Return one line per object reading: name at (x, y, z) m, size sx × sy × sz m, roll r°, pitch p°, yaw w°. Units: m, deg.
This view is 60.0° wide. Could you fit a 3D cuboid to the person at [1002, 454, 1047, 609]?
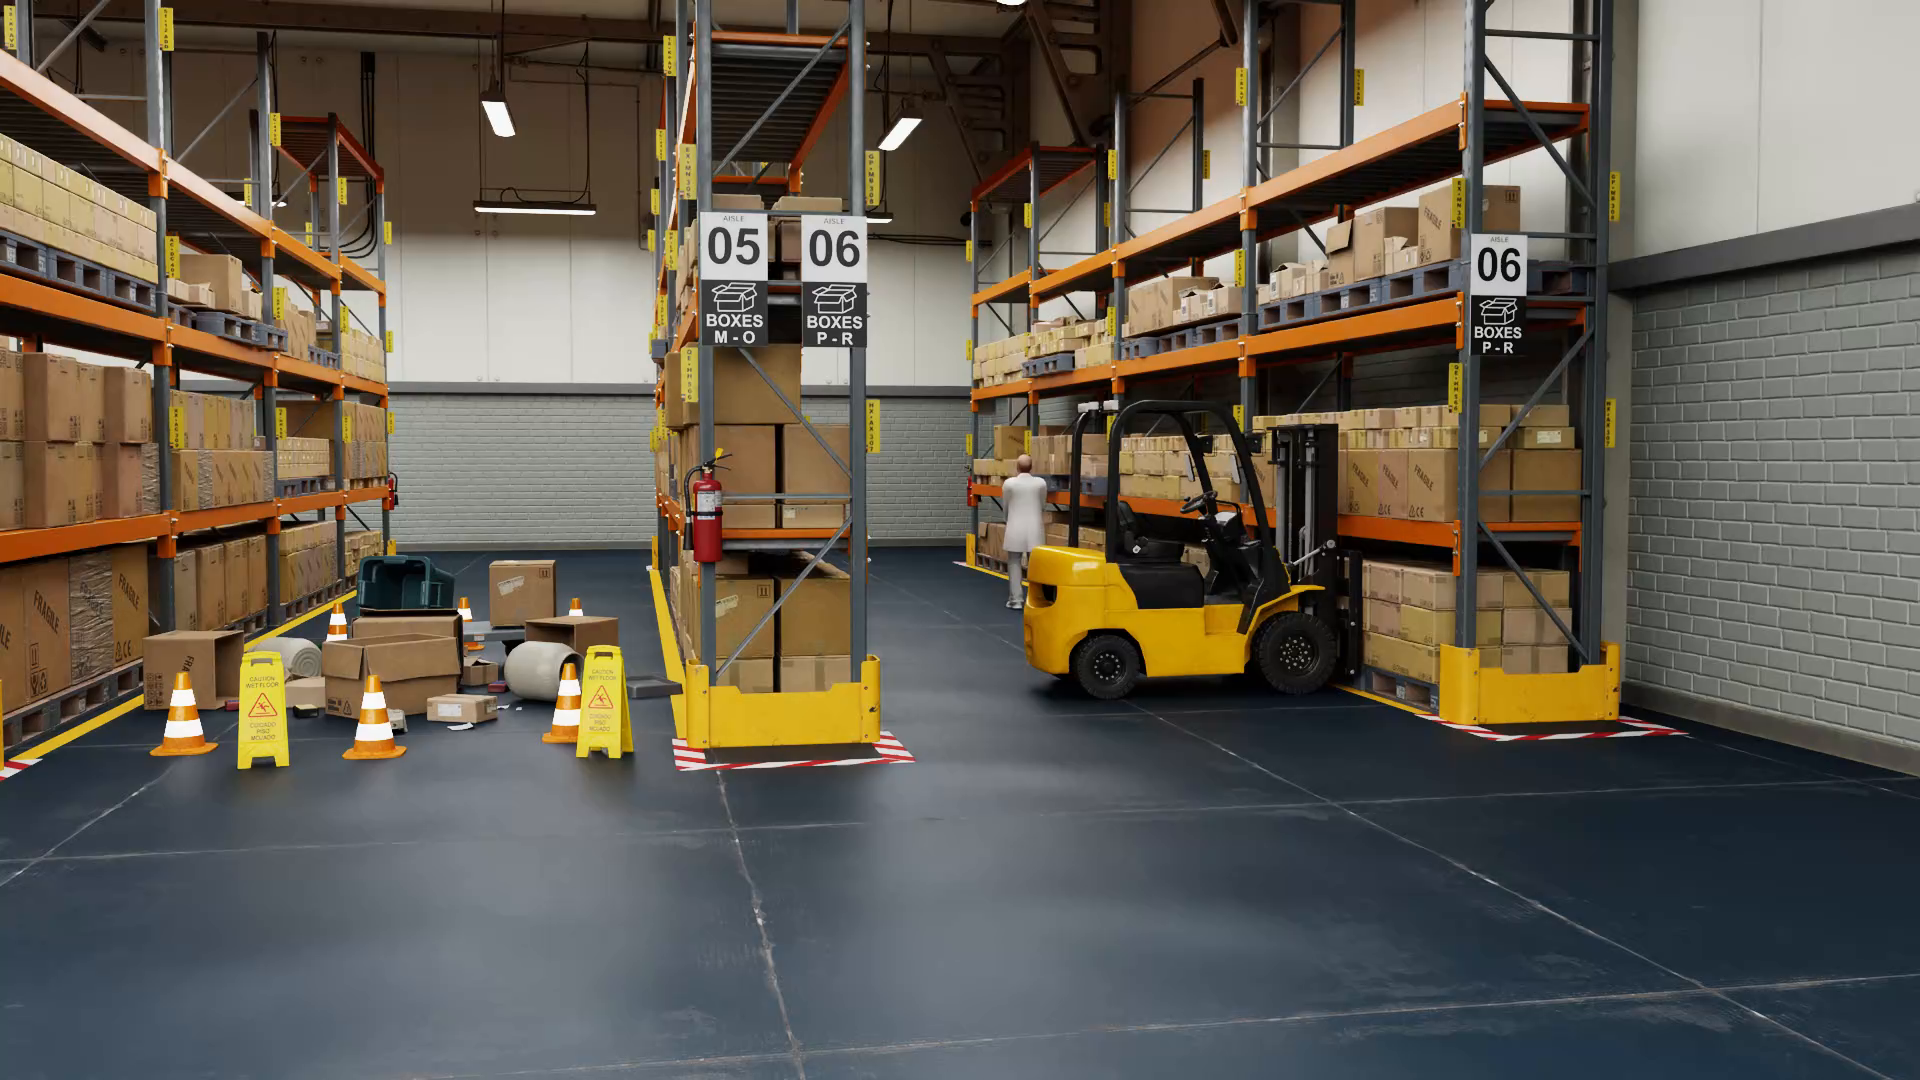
person at (0.718, -0.099, 19.117) m, size 0.530 × 1.769 × 0.563 m, roll -1°, pitch 3°, yaw -10°
